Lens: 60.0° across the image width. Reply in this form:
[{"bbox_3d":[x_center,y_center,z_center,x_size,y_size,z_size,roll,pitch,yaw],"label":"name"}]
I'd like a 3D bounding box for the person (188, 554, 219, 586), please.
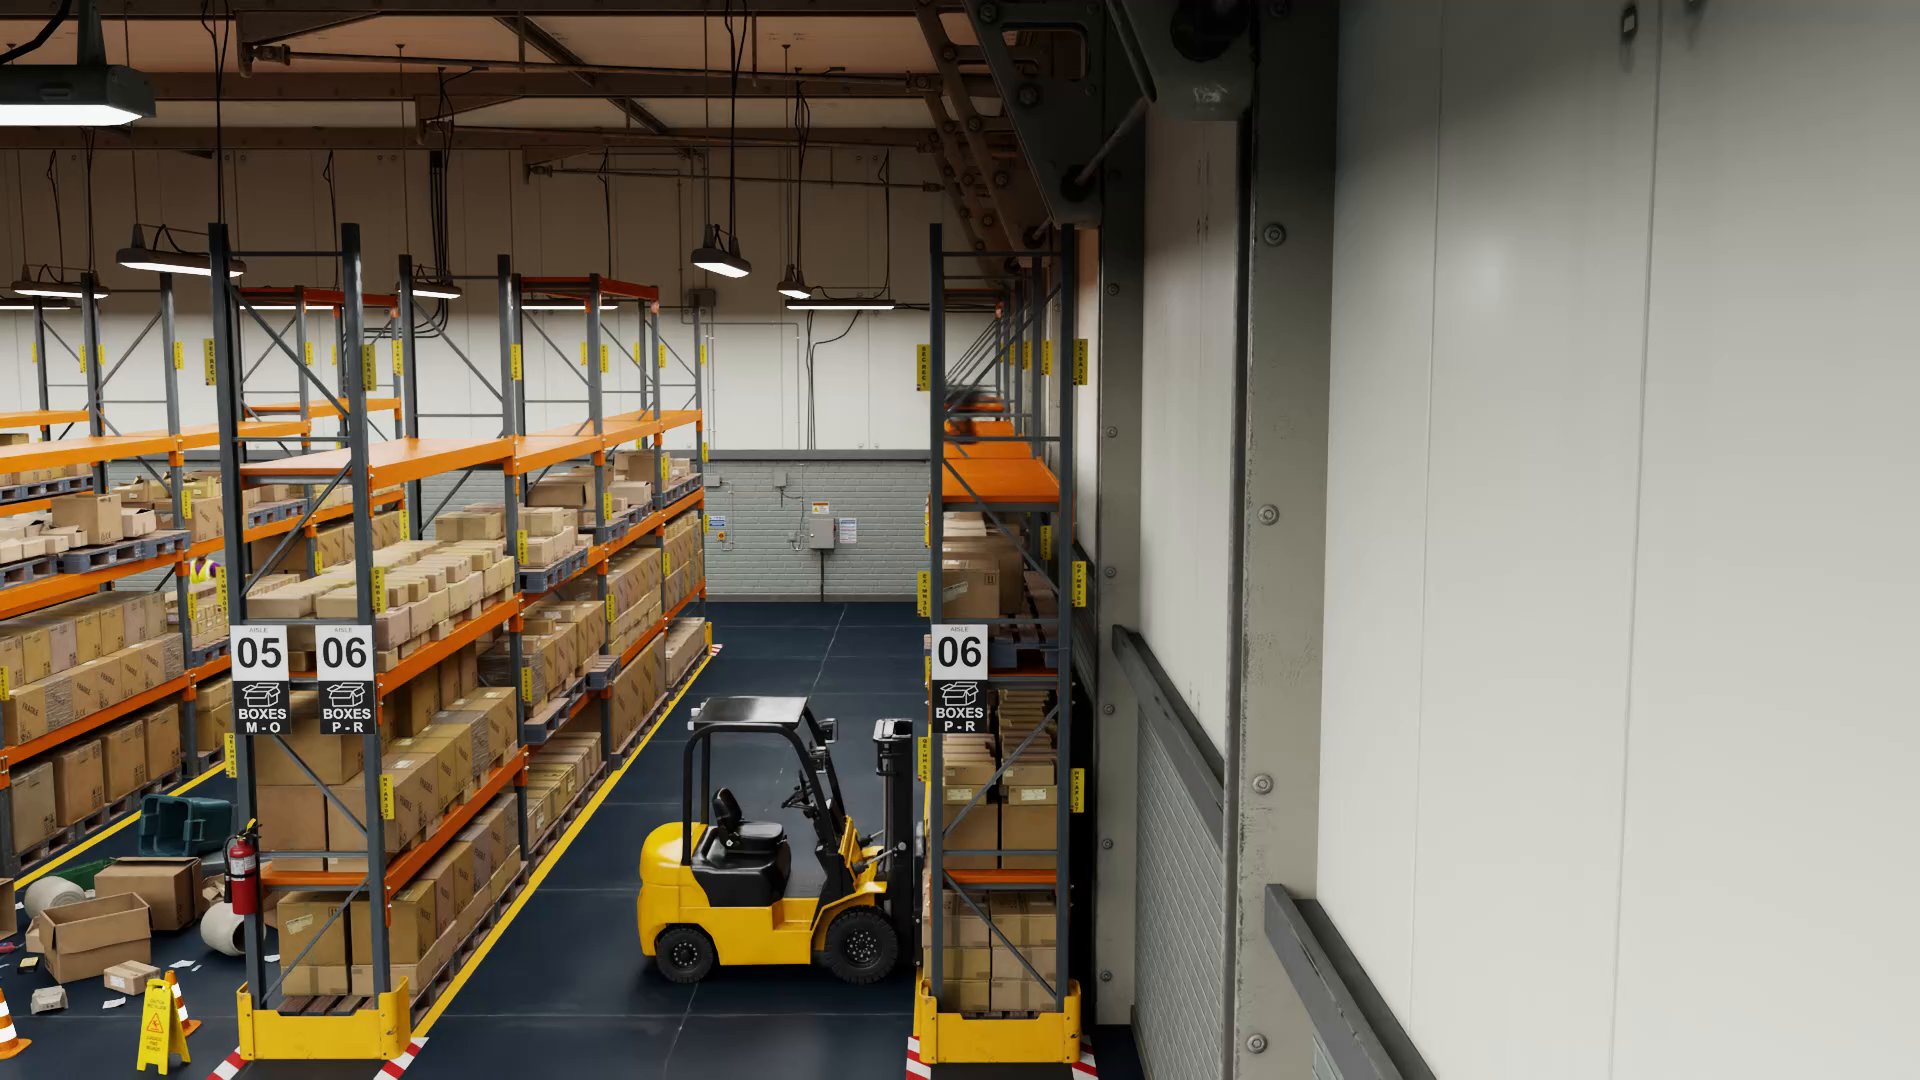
[{"bbox_3d":[-13.025,0.967,28.536,0.690,1.790,0.722,-1,7,-10],"label":"person"}]
